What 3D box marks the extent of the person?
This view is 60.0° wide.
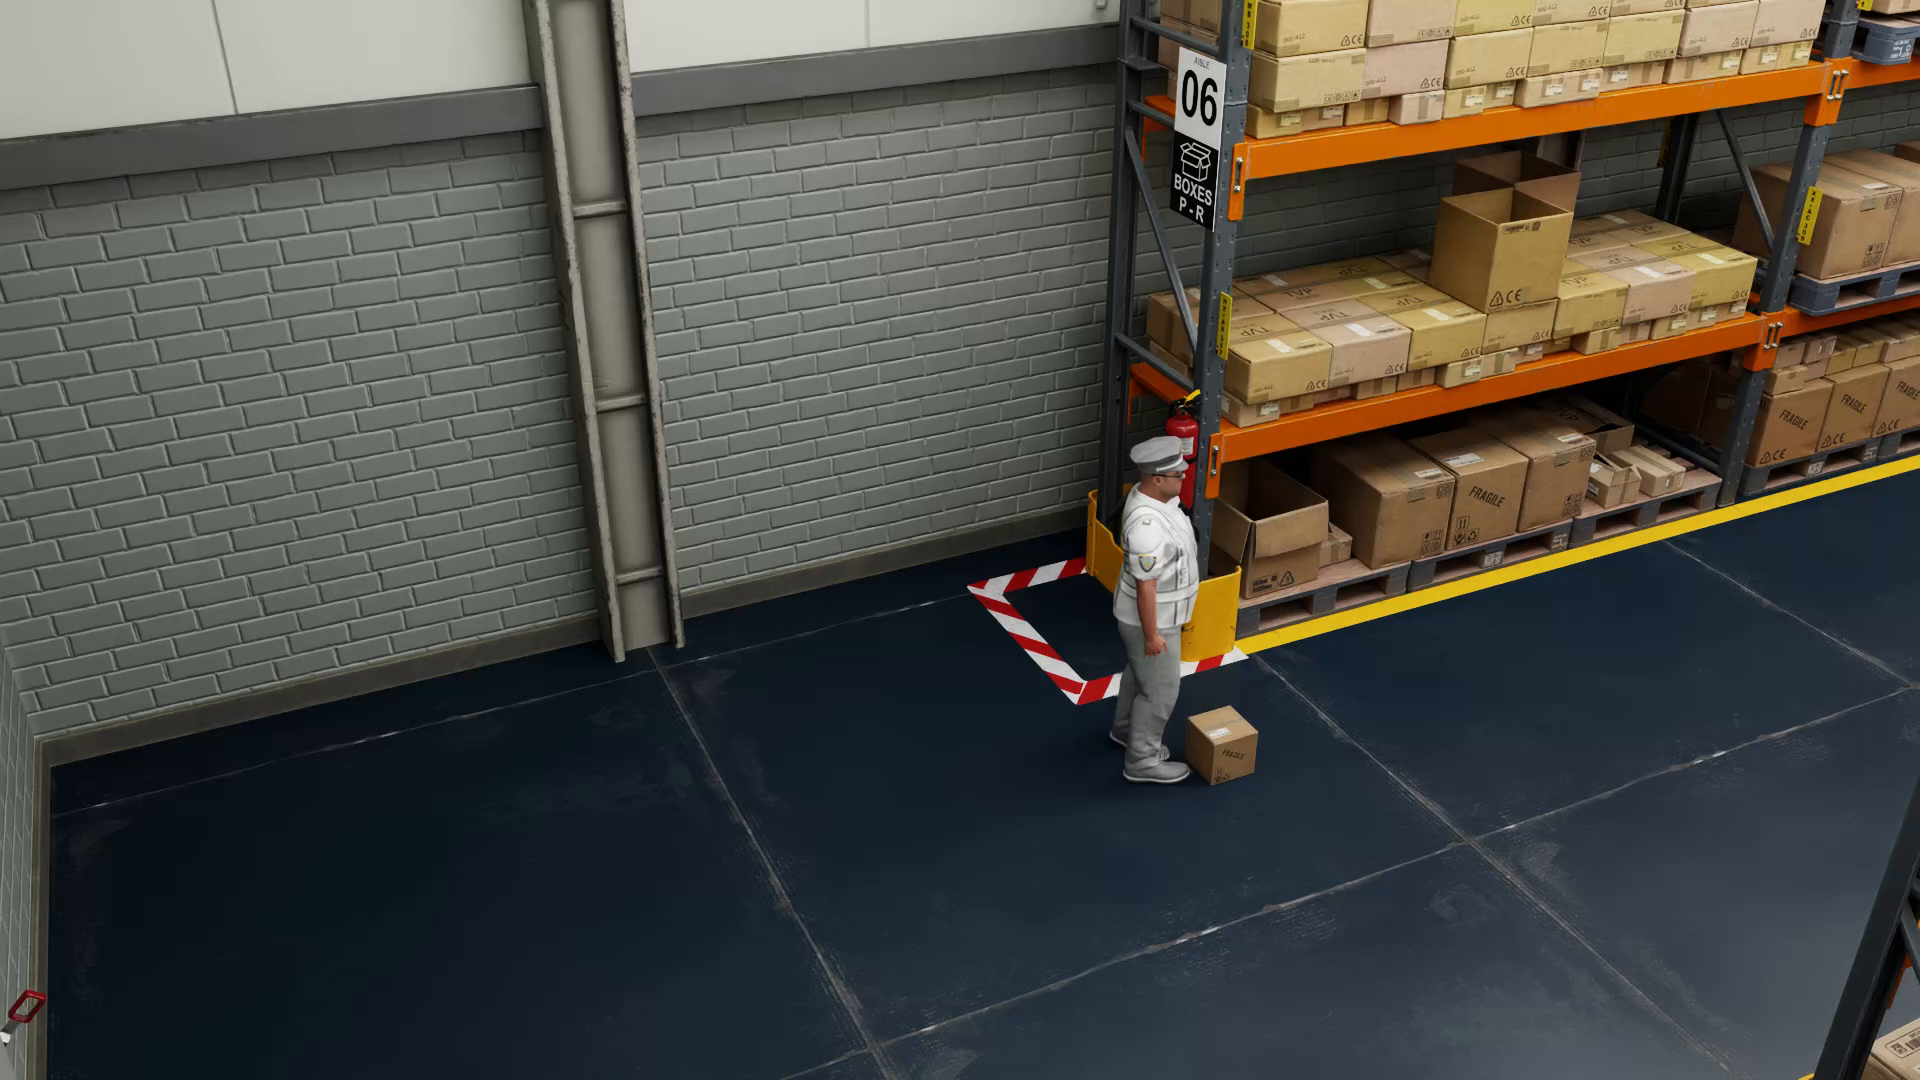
[{"bbox_3d":[0.936,0.333,7.858,0.421,1.777,0.530,4,30,8],"label":"person"}]
